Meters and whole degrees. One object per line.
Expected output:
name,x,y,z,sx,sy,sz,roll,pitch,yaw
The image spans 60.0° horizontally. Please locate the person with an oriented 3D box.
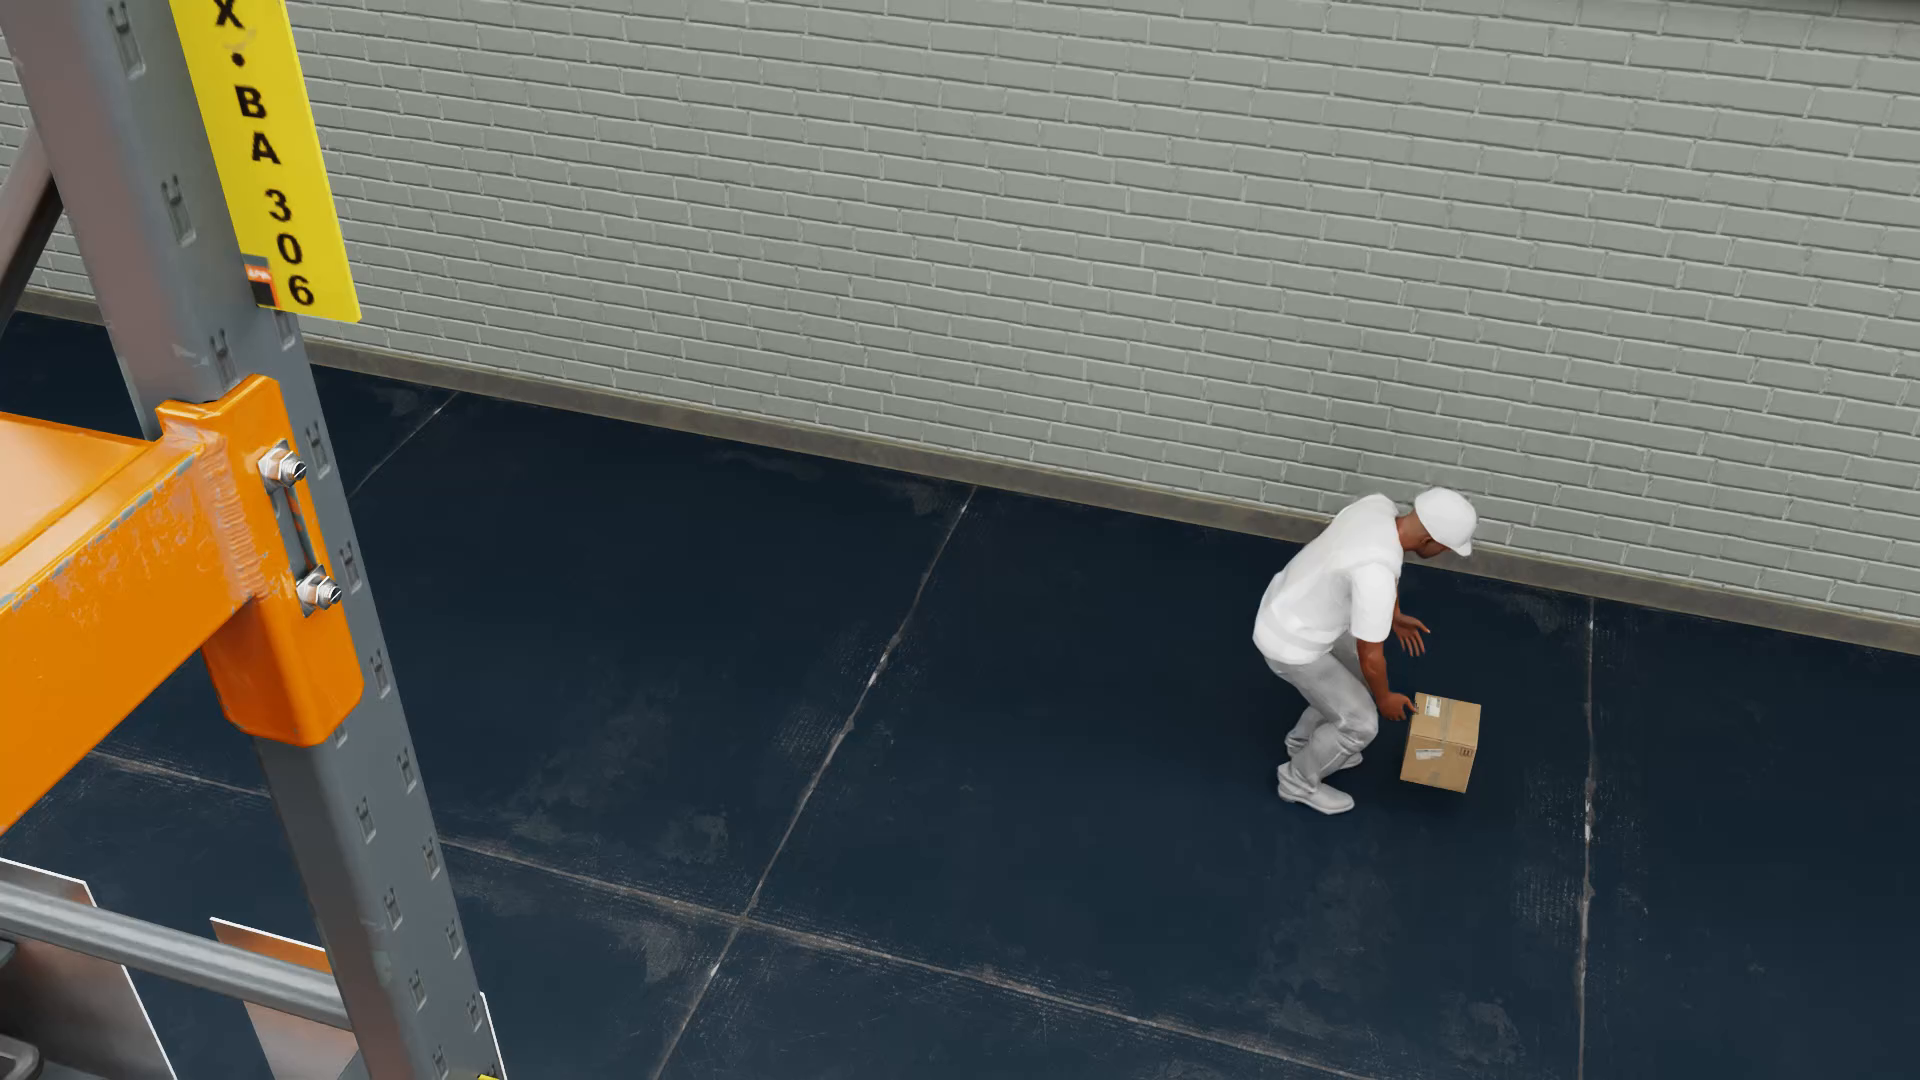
person,1.499,0.373,6.389,0.727,1.458,0.630,11,38,14
